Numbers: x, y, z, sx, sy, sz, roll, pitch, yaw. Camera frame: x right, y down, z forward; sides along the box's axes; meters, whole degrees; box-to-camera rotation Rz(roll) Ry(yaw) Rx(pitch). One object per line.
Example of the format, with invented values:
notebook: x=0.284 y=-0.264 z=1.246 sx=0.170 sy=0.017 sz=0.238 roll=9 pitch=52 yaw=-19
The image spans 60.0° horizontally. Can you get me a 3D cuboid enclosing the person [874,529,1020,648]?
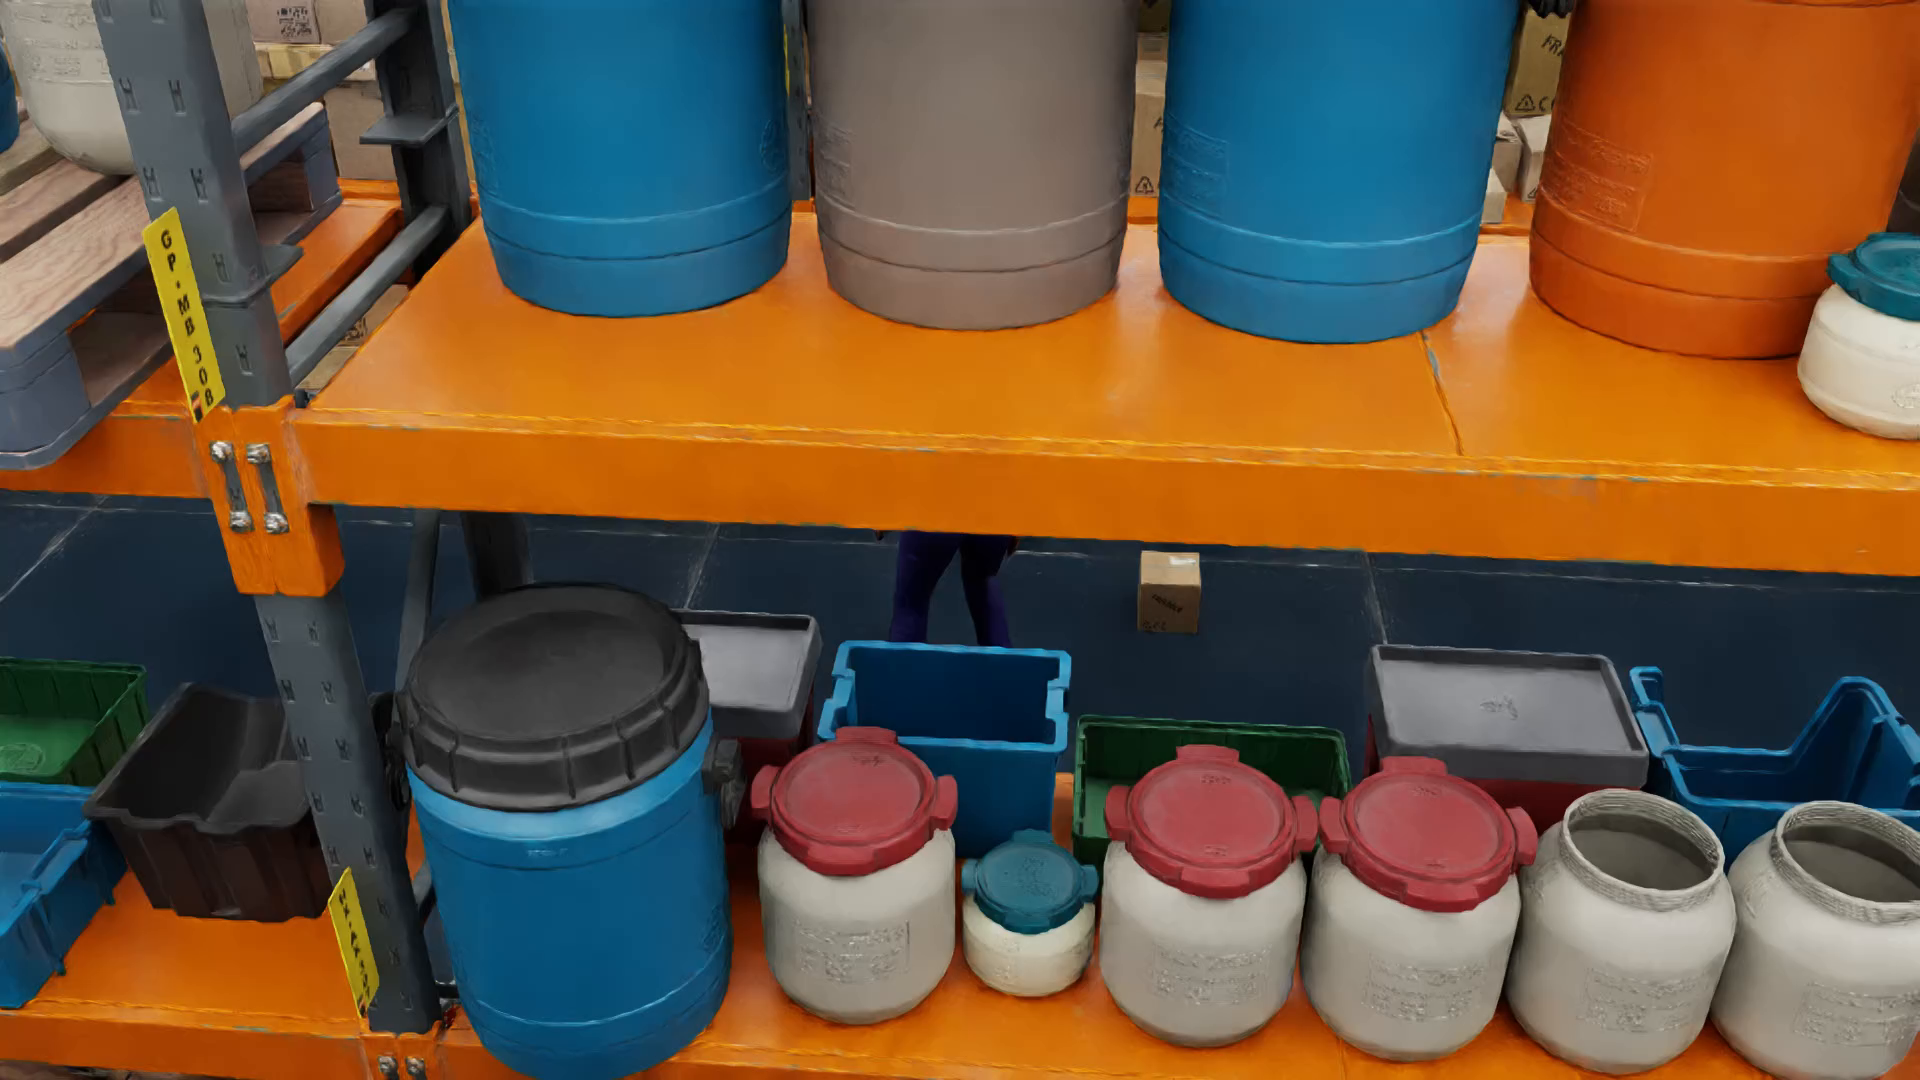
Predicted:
person: x=-0.044 y=-0.086 z=6.288 sx=0.569 sy=1.618 sz=0.406 roll=-7 pitch=33 yaw=-10
